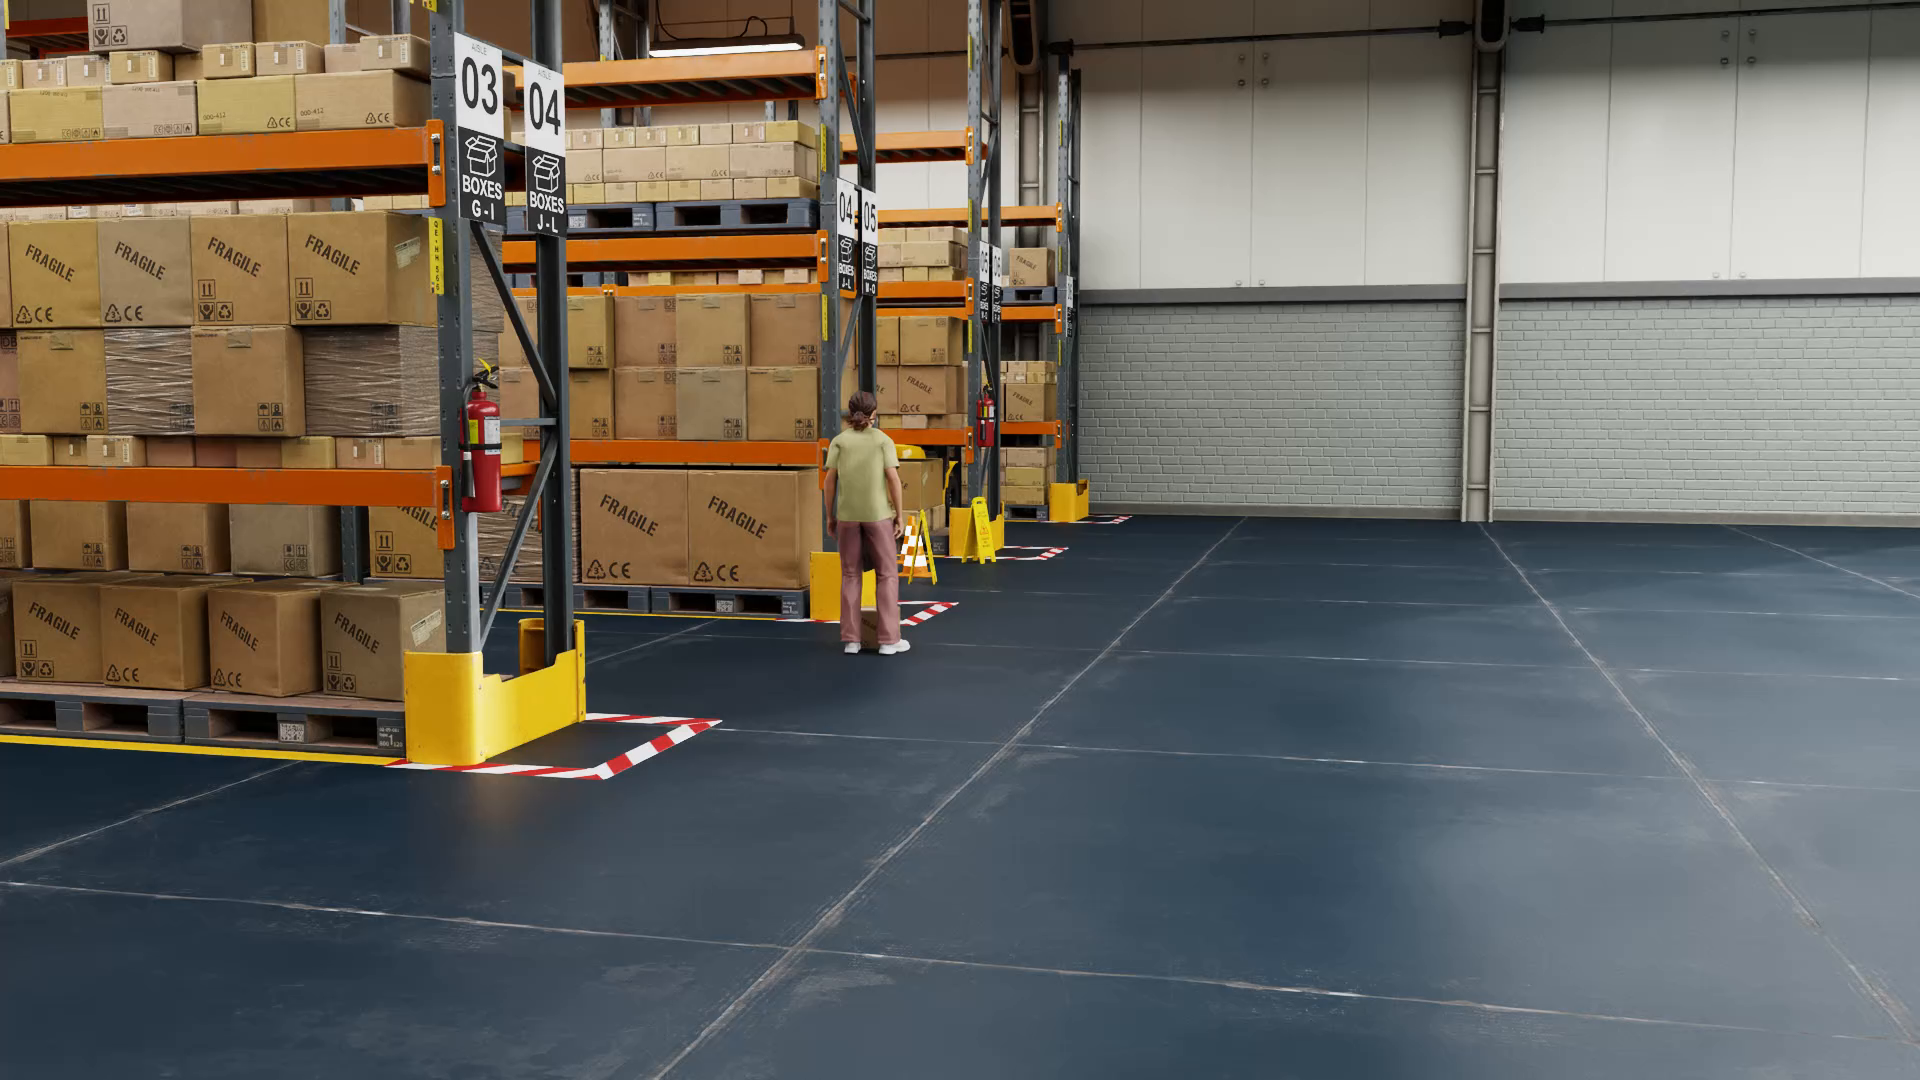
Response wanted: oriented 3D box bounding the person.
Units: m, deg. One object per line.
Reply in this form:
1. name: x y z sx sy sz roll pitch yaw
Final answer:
1. person: -0.599 -0.115 10.585 0.518 1.671 0.366 1 5 10
